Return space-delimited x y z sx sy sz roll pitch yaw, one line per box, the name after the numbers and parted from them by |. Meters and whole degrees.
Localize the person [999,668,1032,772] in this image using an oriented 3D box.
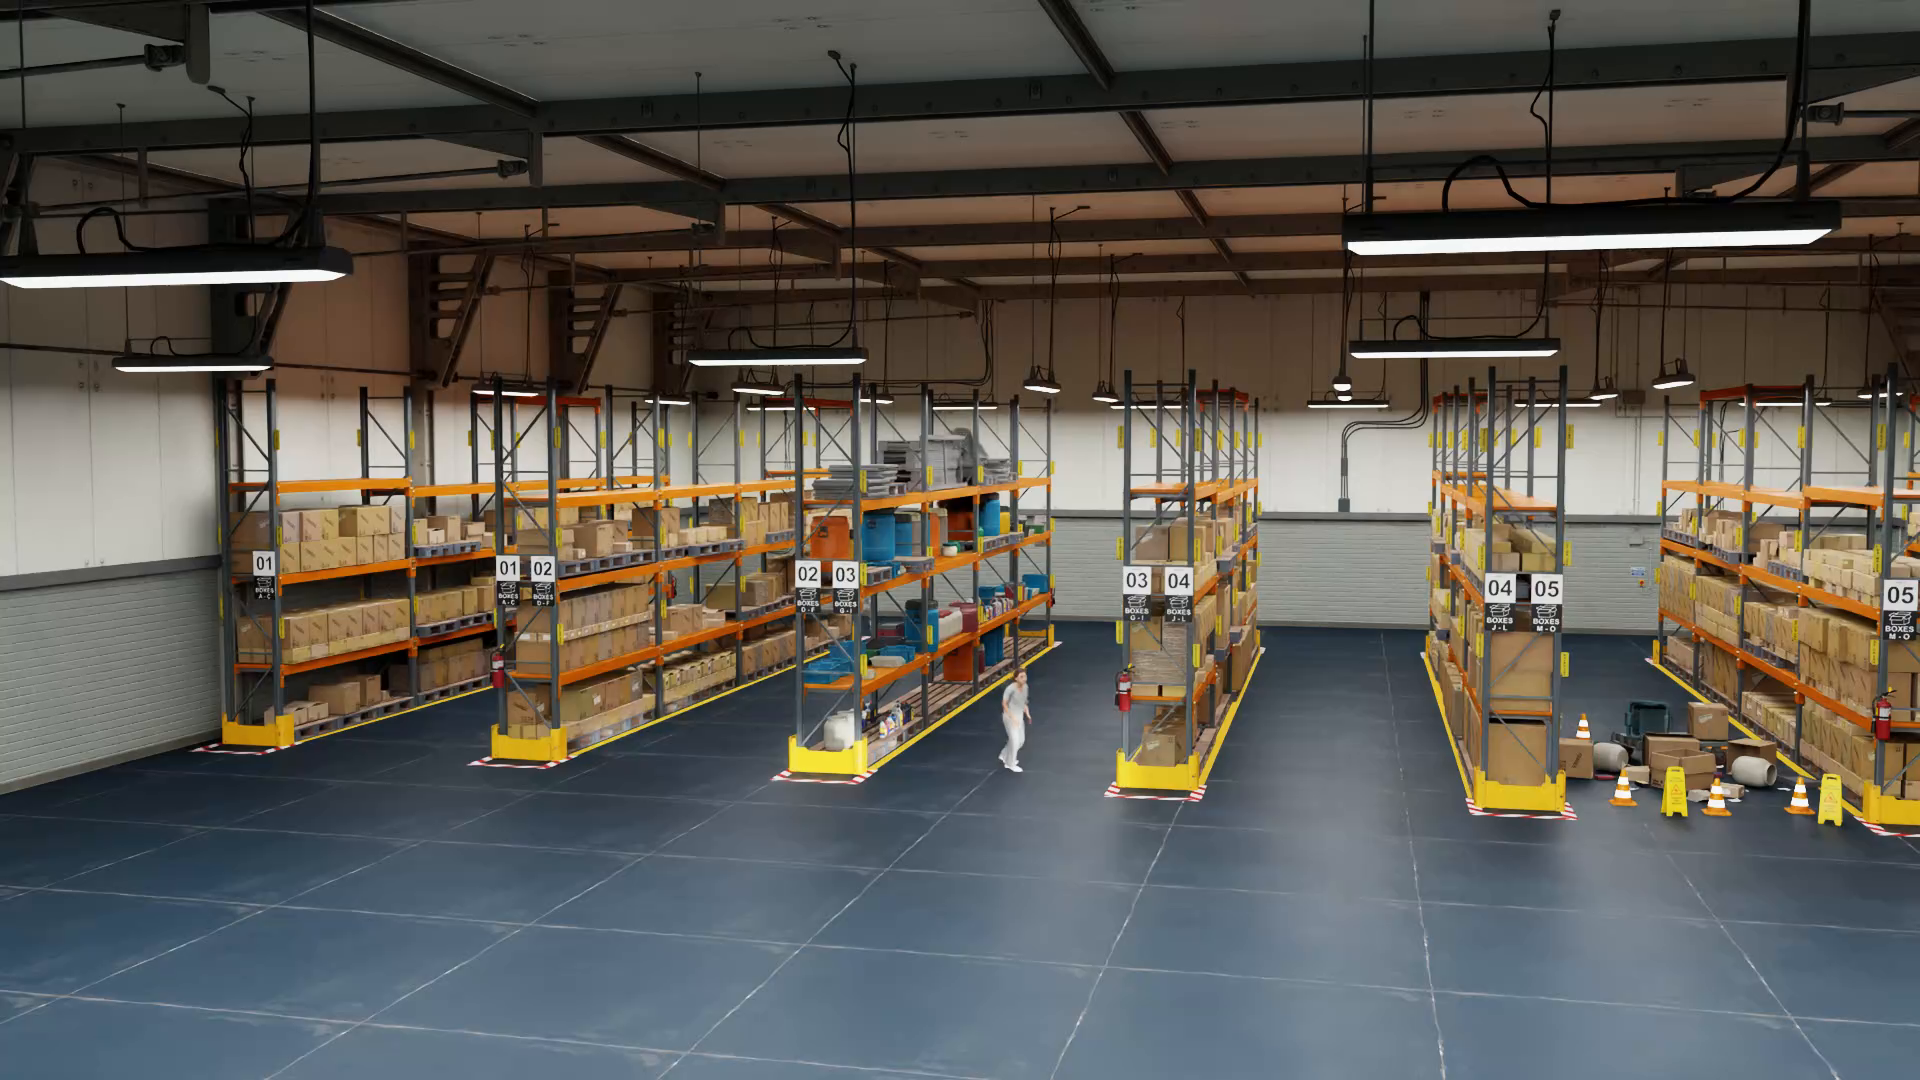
0.776 2.703 25.163 0.569 1.608 0.739 -3 5 -42 | person

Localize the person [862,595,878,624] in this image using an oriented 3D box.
-2.496 1.512 43.424 0.820 1.821 0.665 3 5 42 | person
